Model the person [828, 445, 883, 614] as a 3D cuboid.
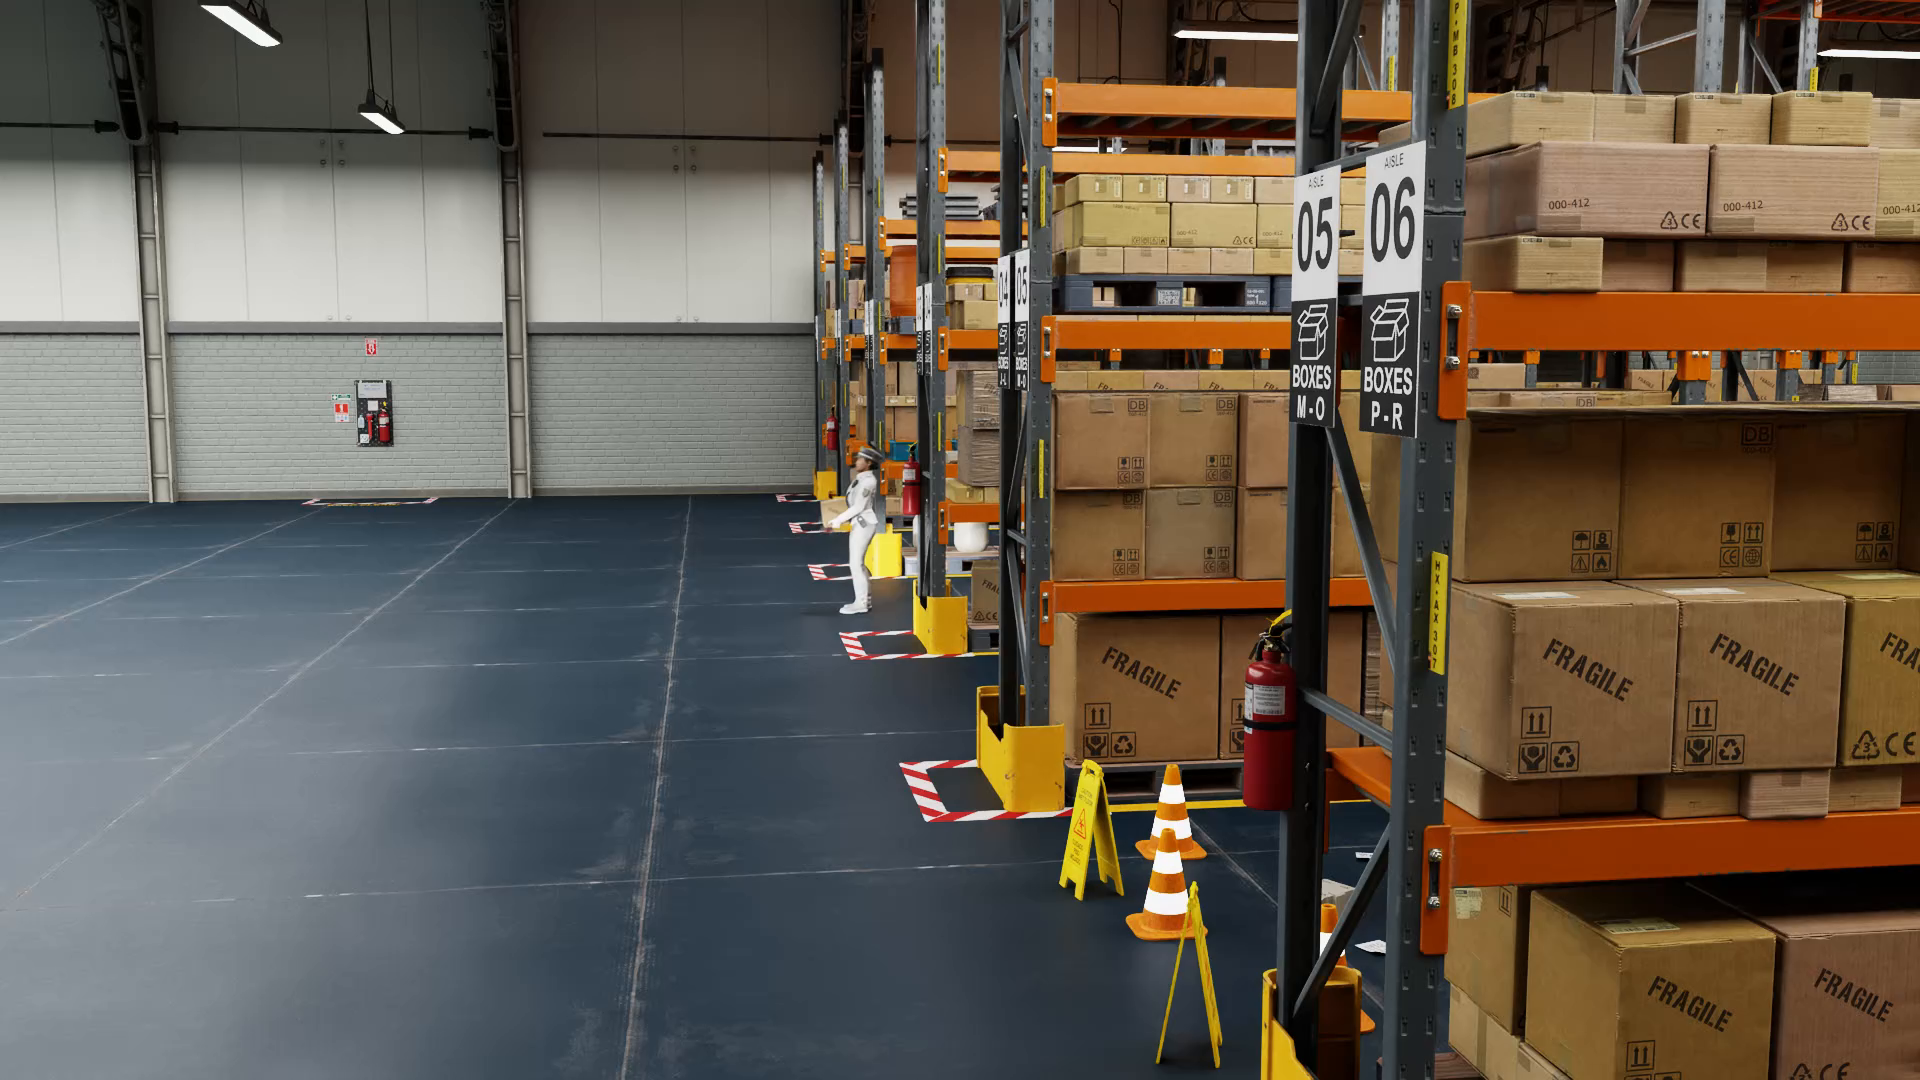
[{"bbox_3d":[-1.055,-0.114,16.712,0.564,1.686,0.460,-1,7,-8],"label":"person"}]
